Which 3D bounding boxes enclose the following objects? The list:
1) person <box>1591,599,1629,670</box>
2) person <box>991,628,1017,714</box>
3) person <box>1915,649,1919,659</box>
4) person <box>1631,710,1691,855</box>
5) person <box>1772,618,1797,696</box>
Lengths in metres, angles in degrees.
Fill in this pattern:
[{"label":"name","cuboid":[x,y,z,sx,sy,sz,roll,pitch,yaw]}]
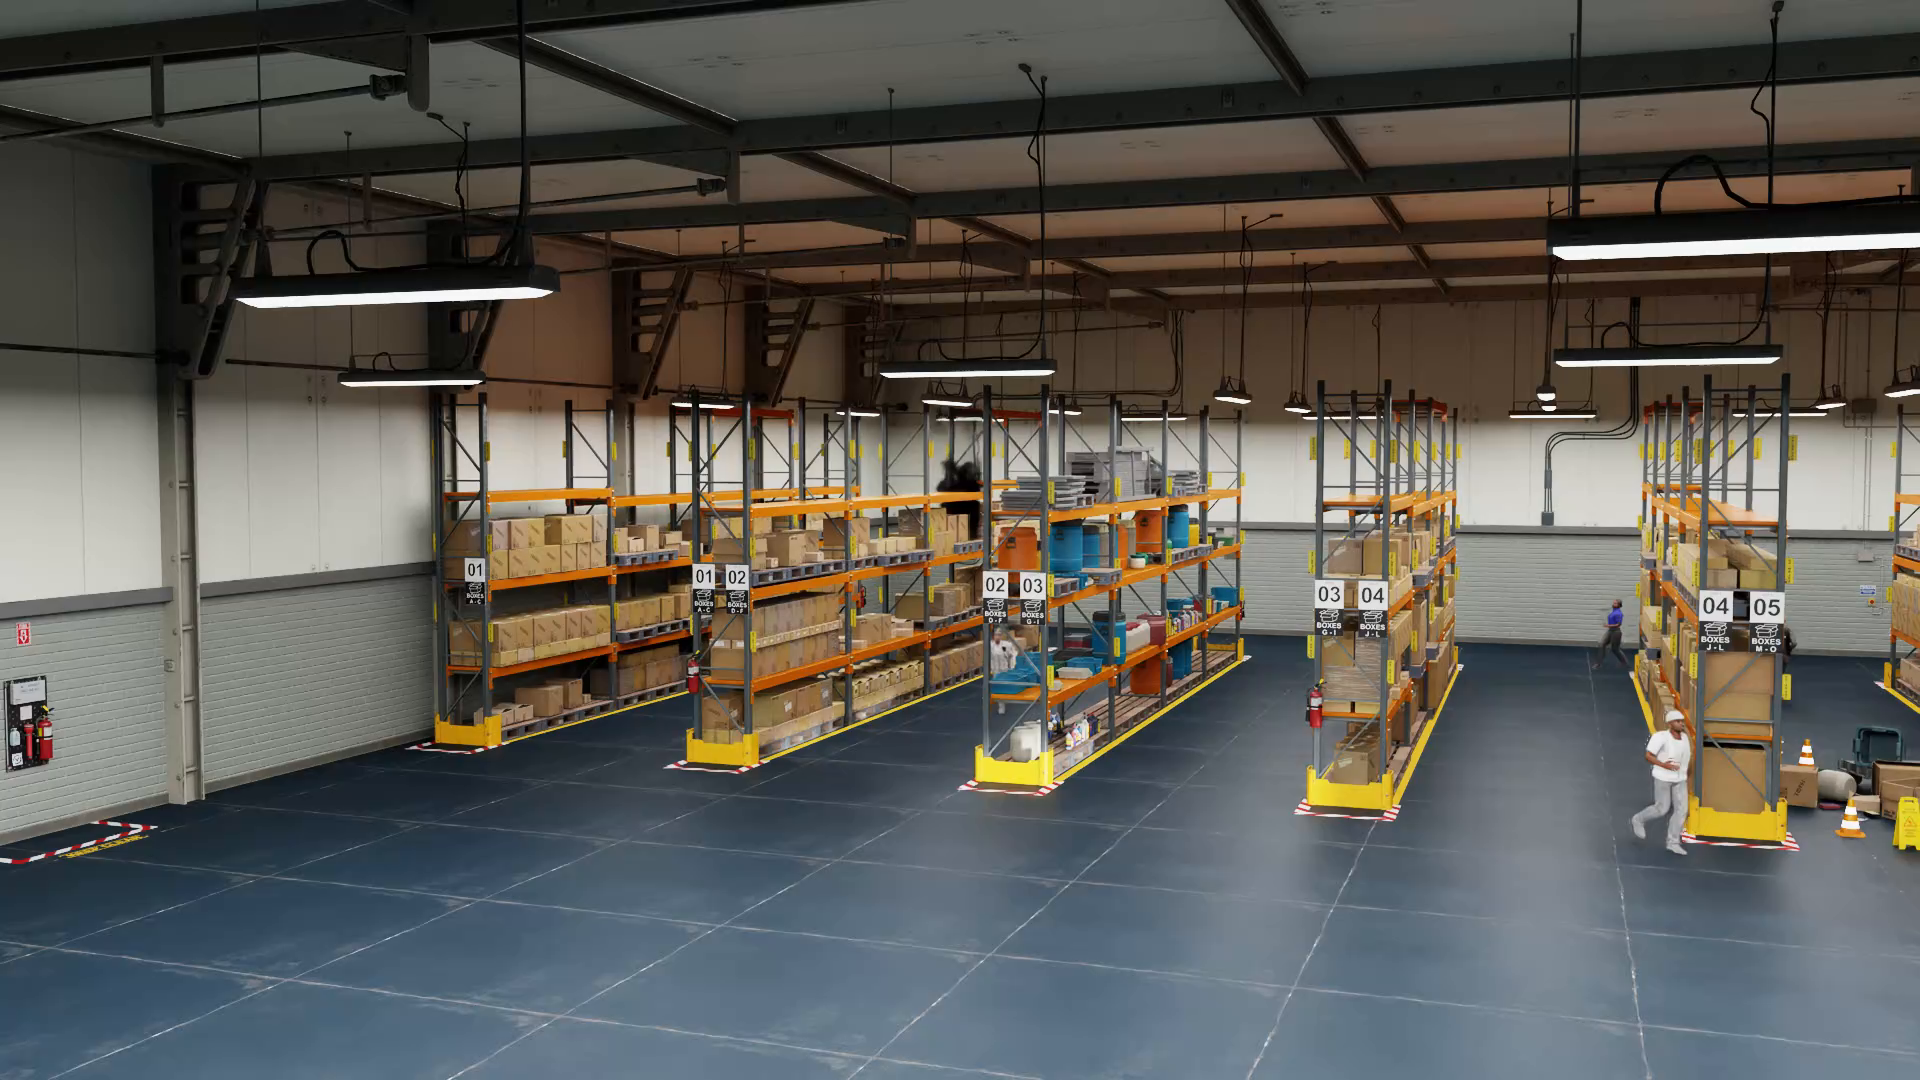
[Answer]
[{"label":"person","cuboid":[14.884,2.165,37.887,0.855,1.640,0.592,0,3,-4]},{"label":"person","cuboid":[0.775,2.503,31.983,0.649,1.649,0.661,0,3,5]},{"label":"person","cuboid":[20.983,2.290,36.048,0.633,1.624,0.605,-2,4,-35]},{"label":"person","cuboid":[8.930,3.016,20.964,0.709,1.762,0.852,-1,3,-17]},{"label":"person","cuboid":[16.651,2.361,33.824,0.644,1.677,0.580,1,3,17]}]
